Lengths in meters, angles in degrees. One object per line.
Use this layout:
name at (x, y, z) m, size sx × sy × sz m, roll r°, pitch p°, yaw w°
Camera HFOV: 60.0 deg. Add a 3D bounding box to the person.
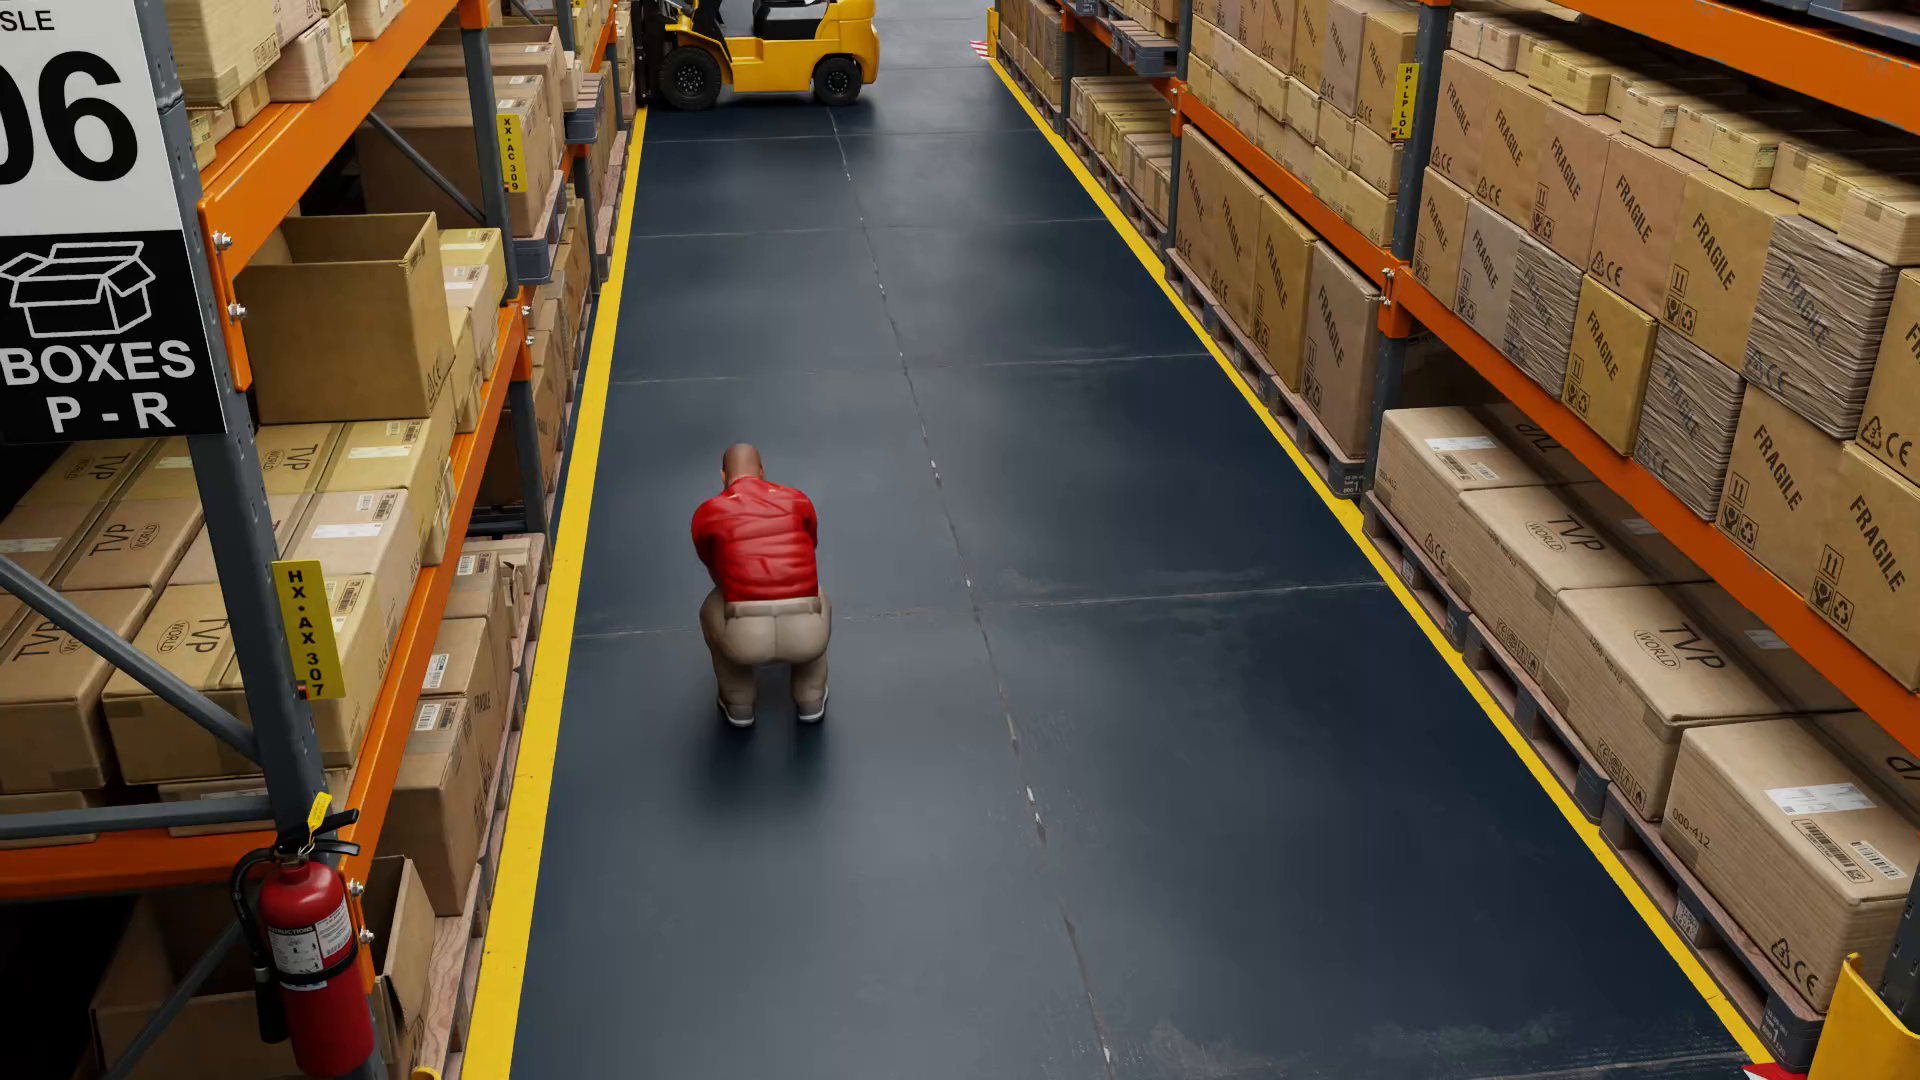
person at (-0.782, 0.171, 6.636) m, size 0.540 × 0.987 × 0.886 m, roll -4°, pitch 27°, yaw -8°
